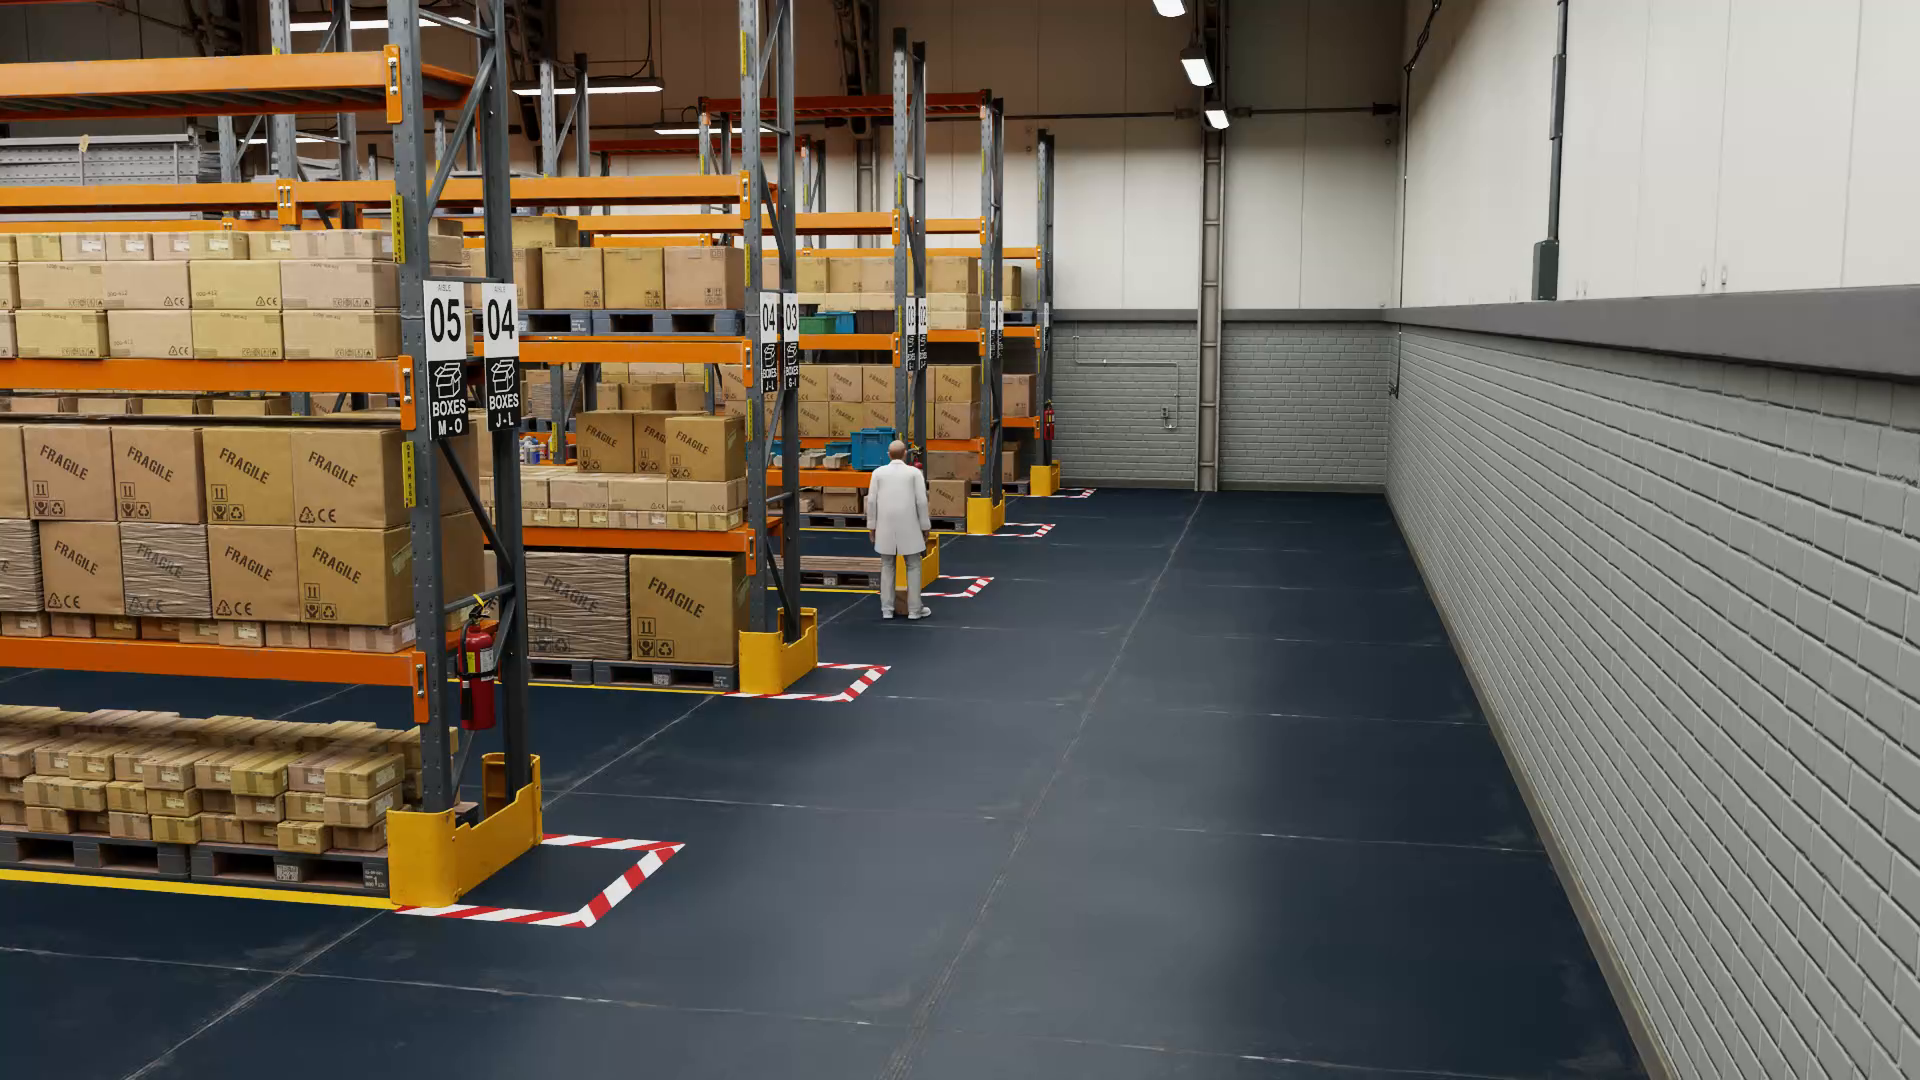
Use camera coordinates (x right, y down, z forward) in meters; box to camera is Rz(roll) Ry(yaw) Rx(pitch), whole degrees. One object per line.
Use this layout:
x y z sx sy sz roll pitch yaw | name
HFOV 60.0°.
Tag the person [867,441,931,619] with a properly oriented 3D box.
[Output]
-0.611 -0.105 16.628 0.653 1.774 0.416 1 8 10 | person
